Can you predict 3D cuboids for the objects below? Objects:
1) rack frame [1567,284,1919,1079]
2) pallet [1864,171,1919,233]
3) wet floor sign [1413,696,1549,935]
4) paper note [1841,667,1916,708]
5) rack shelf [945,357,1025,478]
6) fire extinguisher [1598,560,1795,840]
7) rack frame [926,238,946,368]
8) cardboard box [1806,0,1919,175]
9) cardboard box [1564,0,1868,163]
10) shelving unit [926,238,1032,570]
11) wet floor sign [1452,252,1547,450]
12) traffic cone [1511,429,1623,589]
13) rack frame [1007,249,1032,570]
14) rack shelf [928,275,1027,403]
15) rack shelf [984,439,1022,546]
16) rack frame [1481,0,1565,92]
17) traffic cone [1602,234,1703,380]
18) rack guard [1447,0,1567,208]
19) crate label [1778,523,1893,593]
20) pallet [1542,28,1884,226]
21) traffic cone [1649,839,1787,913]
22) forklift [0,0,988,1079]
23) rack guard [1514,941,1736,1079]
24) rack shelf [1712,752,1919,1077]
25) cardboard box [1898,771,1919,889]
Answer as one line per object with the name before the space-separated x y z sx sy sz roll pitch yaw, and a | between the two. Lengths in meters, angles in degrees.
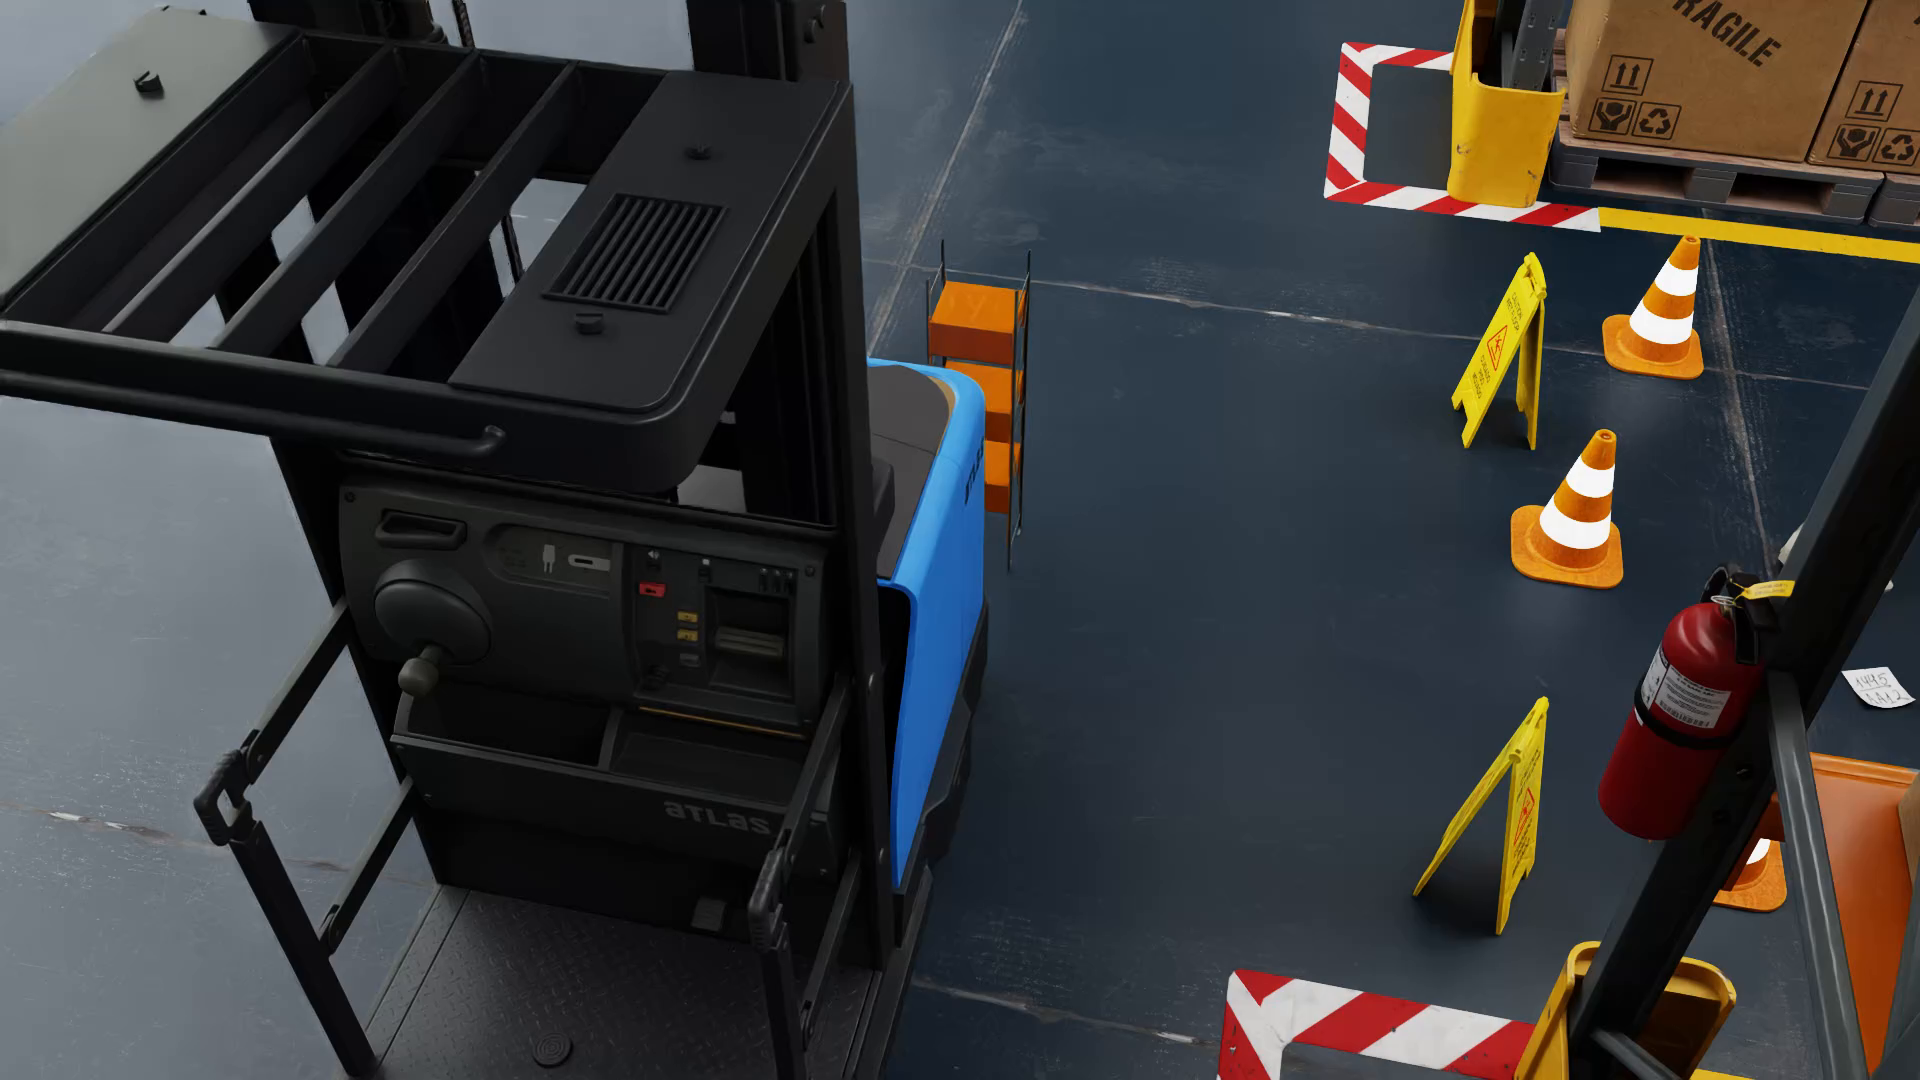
rack frame | 1.290 0.557 2.508 0.053 2.616 0.949 9 45 9
pallet | 4.257 -1.551 6.709 1.213 0.211 1.003 9 45 9
wet floor sign | 1.339 0.650 4.109 0.232 0.644 0.267 24 49 23
paper note | 2.648 0.421 4.791 0.142 0.019 0.148 -5 44 -5
rack shelf | 0.052 -0.363 4.885 0.240 0.259 0.215 9 45 9
fire extinguisher | 1.279 0.254 2.879 0.183 0.674 0.296 9 45 9
rack frame | -0.067 -0.389 4.897 0.008 1.050 0.200 9 45 9
cardboard box | 3.808 -2.006 6.401 0.875 0.875 0.875 8 45 8
cardboard box | 2.949 -2.138 6.538 0.875 0.875 0.875 9 45 9
shelving unit | 0.052 -0.370 4.878 0.252 1.050 0.215 9 45 9
wet floor sign | 1.812 -0.626 5.436 0.232 0.644 0.267 2 44 2
traffic cone | 1.902 -0.142 5.063 0.334 0.463 0.336 9 45 9
rack frame | 0.171 -0.352 4.858 0.008 1.050 0.200 9 45 9
rack shelf | 0.052 -0.567 4.688 0.240 0.259 0.215 9 45 9
rack shelf | 0.052 -0.162 5.078 0.240 0.259 0.215 9 45 9
rack frame | 2.273 -2.810 6.007 0.127 3.000 1.000 9 45 9
traffic cone | 2.481 -0.855 5.805 0.334 0.463 0.336 9 45 9
rack guard | 2.249 -1.913 6.877 0.348 0.500 1.175 9 45 9
crate label | 2.683 0.053 5.096 0.298 0.136 0.250 -12 45 -12
pallet | 3.070 -1.737 6.903 1.213 0.211 1.003 9 45 9
traffic cone | 1.992 0.661 4.230 0.334 0.463 0.336 9 45 9
forklift | -0.744 0.224 2.904 1.130 2.935 3.031 9 45 9
rack guard | 1.365 1.467 3.365 0.348 0.500 1.175 9 45 9
rack shelf | 3.242 1.117 2.445 4.000 0.370 1.077 9 45 9
cardboard box | 1.702 0.557 2.689 0.250 0.149 0.380 10 45 10
